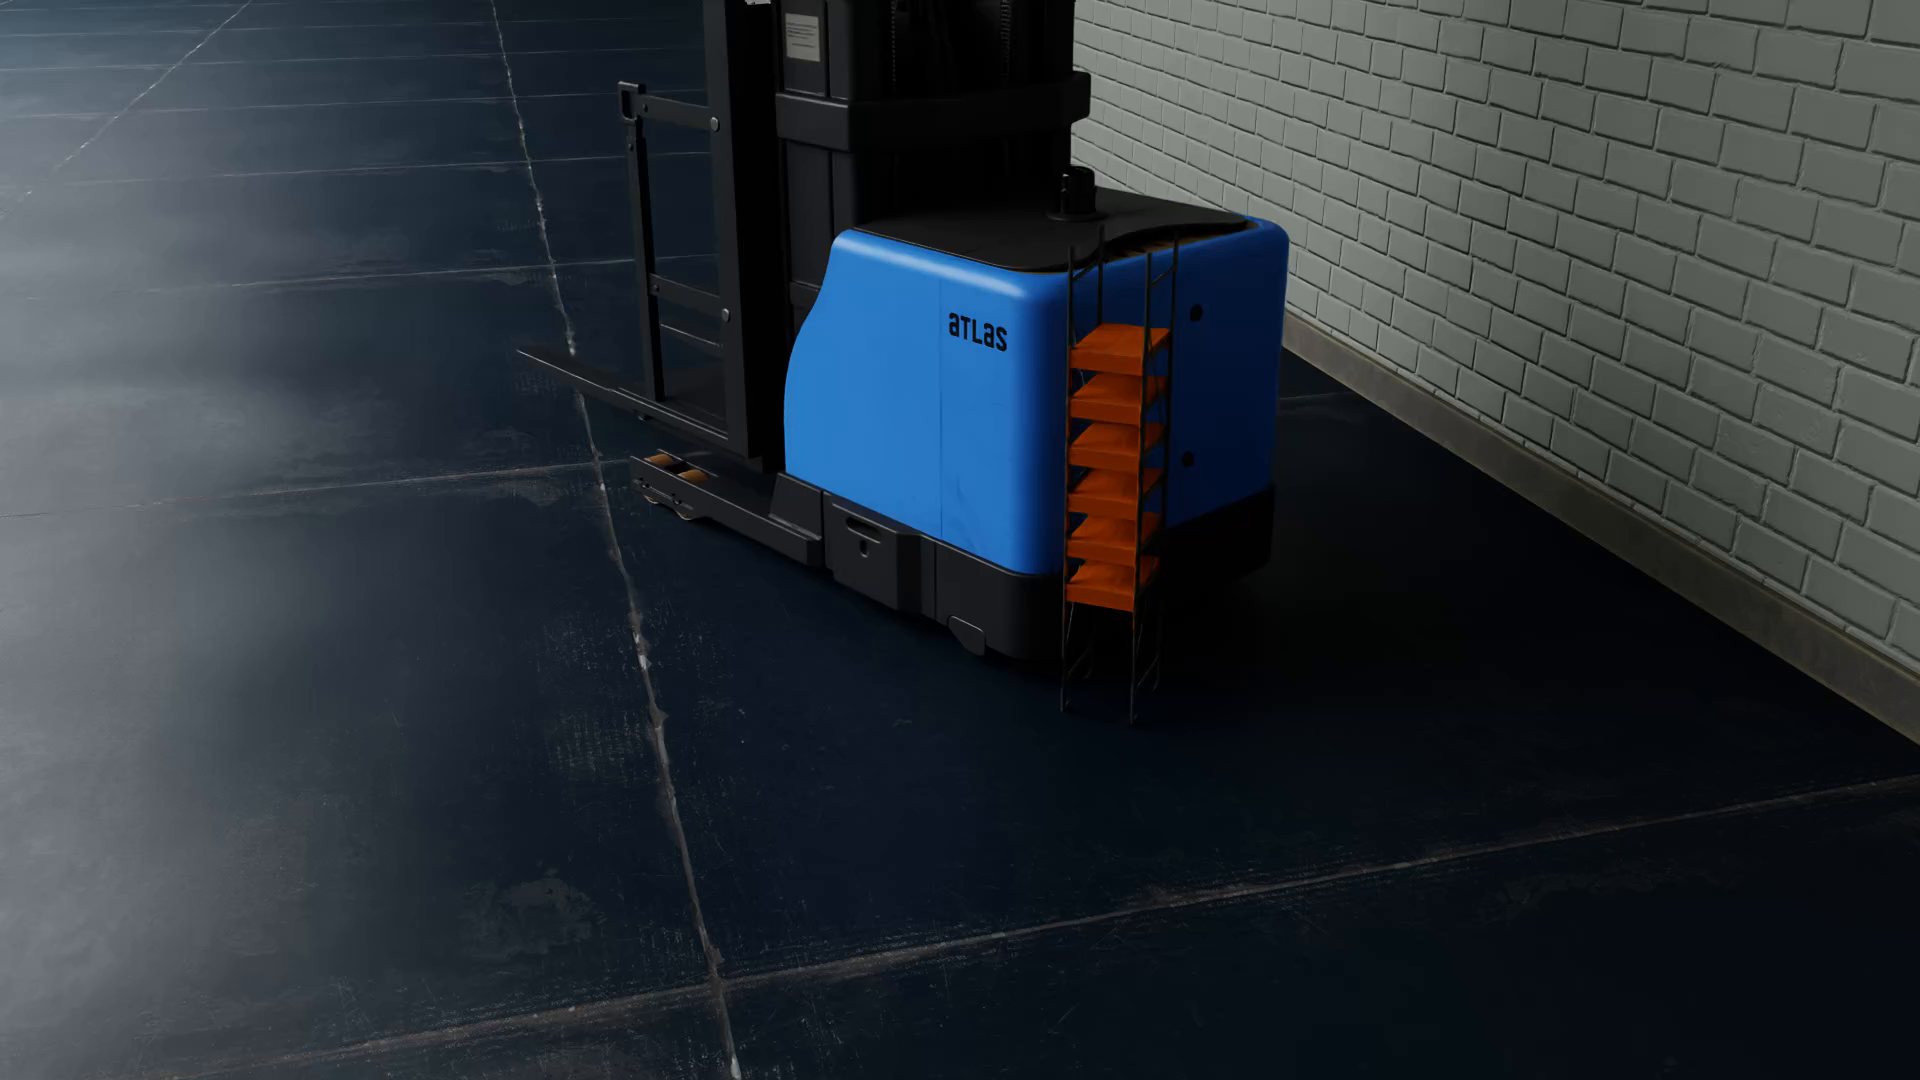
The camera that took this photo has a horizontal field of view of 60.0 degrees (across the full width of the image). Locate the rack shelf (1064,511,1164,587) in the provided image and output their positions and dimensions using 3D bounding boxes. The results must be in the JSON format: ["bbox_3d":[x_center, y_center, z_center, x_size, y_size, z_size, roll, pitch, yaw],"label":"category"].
[{"bbox_3d":[0.386,0.008,4.121,0.180,0.103,0.258,9,26,21],"label":"rack shelf"}]

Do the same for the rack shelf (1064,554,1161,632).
[{"bbox_3d":[0.387,0.118,4.170,0.180,0.103,0.258,9,26,21],"label":"rack shelf"}]

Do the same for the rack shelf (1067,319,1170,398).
[{"bbox_3d":[0.381,-0.432,3.928,0.180,0.103,0.258,9,26,21],"label":"rack shelf"}]

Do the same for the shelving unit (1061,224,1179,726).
[{"bbox_3d":[0.384,-0.143,4.055,0.189,1.200,0.258,9,26,21],"label":"shelving unit"}]

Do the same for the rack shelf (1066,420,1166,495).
[{"bbox_3d":[0.384,-0.212,4.025,0.180,0.103,0.258,9,26,21],"label":"rack shelf"}]

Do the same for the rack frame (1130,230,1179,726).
[{"bbox_3d":[0.469,-0.129,4.023,0.006,1.200,0.240,9,26,21],"label":"rack frame"}]

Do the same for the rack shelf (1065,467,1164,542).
[{"bbox_3d":[0.385,-0.102,4.073,0.180,0.103,0.258,9,26,21],"label":"rack shelf"}]

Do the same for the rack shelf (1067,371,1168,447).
[{"bbox_3d":[0.382,-0.322,3.977,0.180,0.103,0.258,9,26,21],"label":"rack shelf"}]

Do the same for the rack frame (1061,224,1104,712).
[{"bbox_3d":[0.300,-0.156,4.088,0.006,1.200,0.240,9,26,21],"label":"rack frame"}]

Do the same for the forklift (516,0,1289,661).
[{"bbox_3d":[-0.445,-1.528,5.094,1.130,2.935,3.031,-20,30,-38],"label":"forklift"}]
